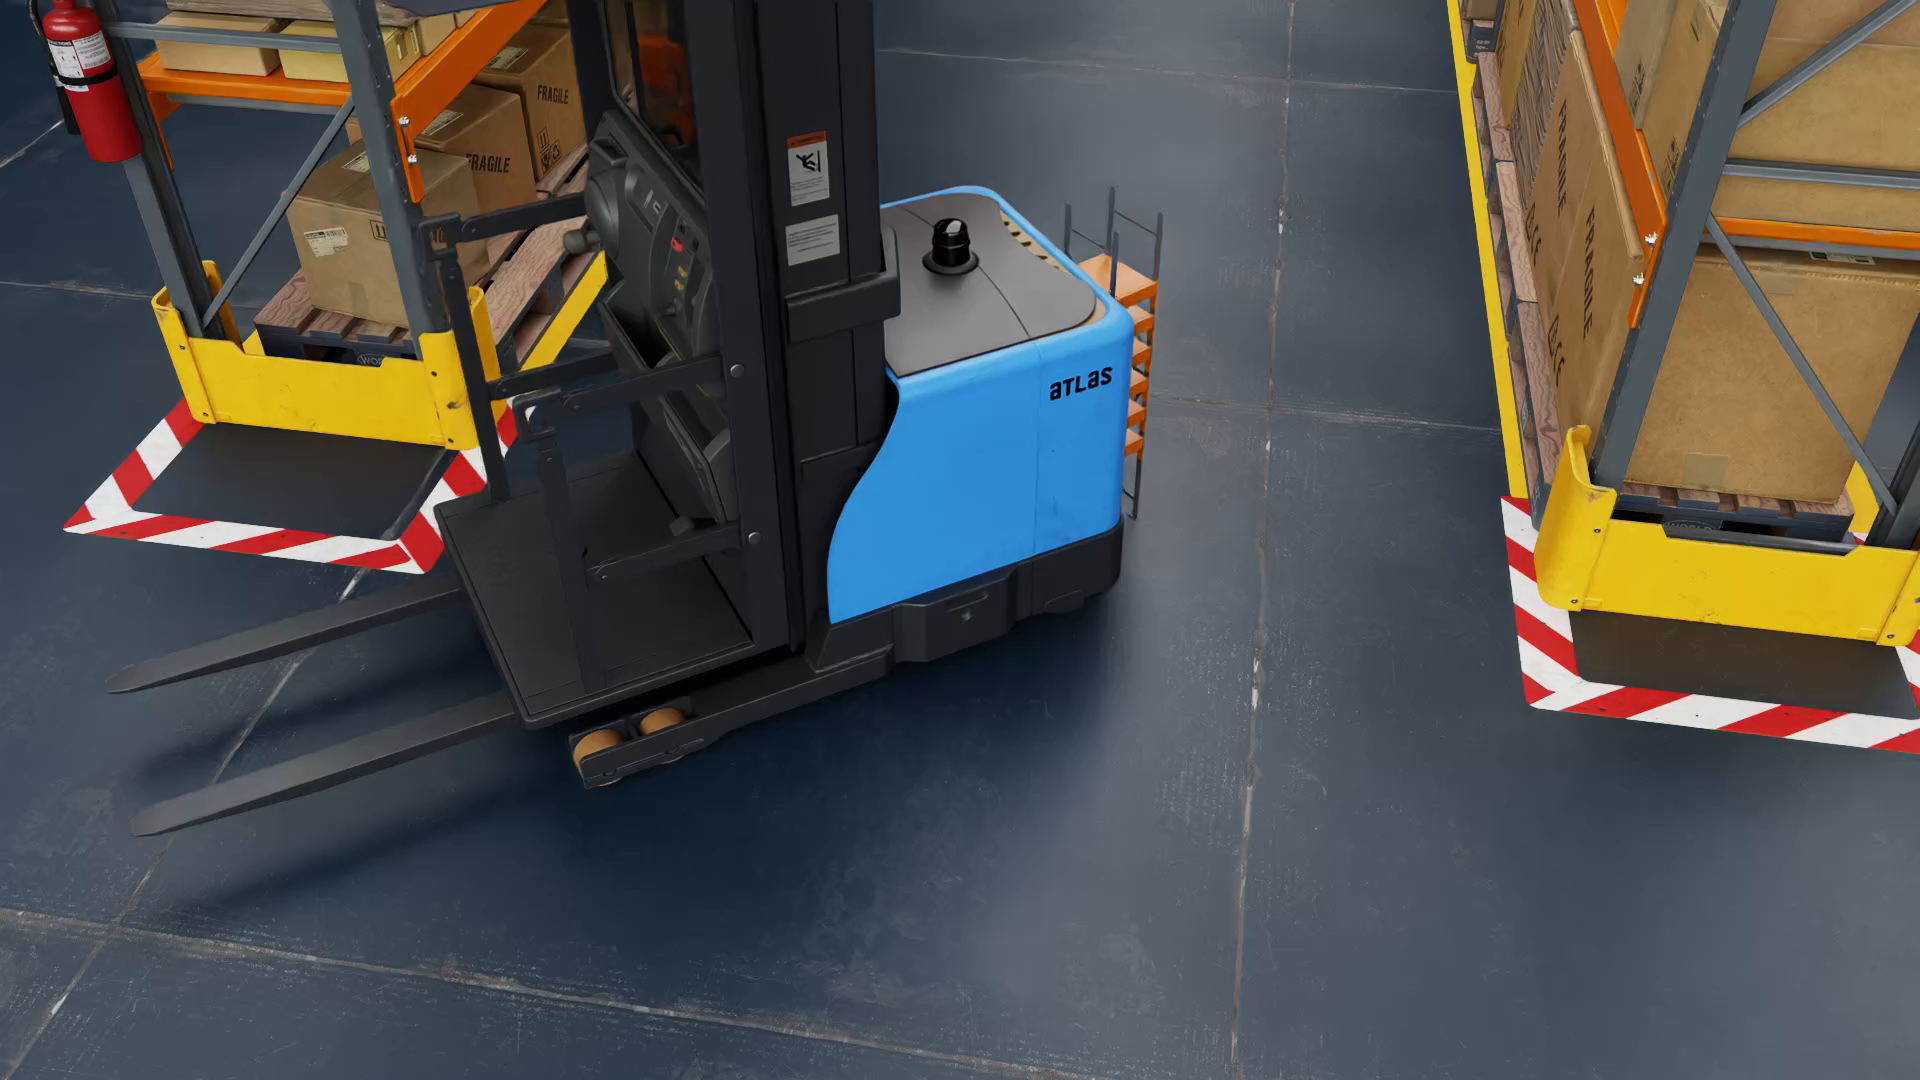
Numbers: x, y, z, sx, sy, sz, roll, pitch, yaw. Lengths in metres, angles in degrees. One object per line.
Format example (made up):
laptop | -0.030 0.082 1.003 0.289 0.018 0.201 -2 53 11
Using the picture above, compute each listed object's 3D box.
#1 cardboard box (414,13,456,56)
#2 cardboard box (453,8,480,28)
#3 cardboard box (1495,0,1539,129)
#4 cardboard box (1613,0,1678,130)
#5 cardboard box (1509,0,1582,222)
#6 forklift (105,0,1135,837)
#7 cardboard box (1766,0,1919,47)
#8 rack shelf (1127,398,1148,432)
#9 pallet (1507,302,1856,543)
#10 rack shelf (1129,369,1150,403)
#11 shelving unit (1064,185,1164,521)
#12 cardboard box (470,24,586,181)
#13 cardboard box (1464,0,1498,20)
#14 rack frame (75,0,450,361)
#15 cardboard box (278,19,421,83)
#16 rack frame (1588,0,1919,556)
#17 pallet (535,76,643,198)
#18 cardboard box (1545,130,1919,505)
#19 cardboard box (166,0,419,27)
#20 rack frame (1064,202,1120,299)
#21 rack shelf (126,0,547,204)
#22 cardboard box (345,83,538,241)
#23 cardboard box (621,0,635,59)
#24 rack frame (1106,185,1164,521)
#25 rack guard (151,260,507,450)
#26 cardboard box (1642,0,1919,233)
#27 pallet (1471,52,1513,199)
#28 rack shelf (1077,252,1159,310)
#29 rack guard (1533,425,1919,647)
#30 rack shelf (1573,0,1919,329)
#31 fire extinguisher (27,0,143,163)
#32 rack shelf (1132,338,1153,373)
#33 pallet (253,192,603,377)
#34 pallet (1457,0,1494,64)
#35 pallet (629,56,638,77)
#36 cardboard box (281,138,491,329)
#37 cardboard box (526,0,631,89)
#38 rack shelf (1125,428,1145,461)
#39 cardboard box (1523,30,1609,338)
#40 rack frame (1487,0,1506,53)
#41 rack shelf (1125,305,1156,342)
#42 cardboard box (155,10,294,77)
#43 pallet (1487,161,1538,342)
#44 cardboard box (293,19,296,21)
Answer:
cardboard box | -1.995 -1.816 5.789 0.380 0.149 0.250 6 40 8
cardboard box | -1.937 -1.971 5.977 0.380 0.149 0.250 6 40 8
cardboard box | 3.040 -2.461 7.711 0.875 0.875 0.875 7 40 8
cardboard box | 2.619 -1.638 5.260 0.875 0.550 0.550 6 40 8
cardboard box | 2.888 -1.895 7.026 0.875 0.875 0.875 7 40 8
forklift | -1.020 -0.796 4.412 3.031 2.935 1.130 -18 43 -21
cardboard box | 2.628 -1.698 4.484 0.875 0.550 0.550 6 40 8
rack shelf | 0.474 -0.428 5.585 0.180 0.103 0.258 -26 46 -28
pallet | 2.587 -0.431 6.105 1.003 0.211 1.213 6 40 8
rack shelf | 0.474 -0.521 5.508 0.180 0.103 0.258 -26 46 -28
shelving unit | 0.474 -0.555 5.480 0.189 1.200 0.258 -26 46 -28
cardboard box | -2.021 -1.964 7.403 0.500 0.500 0.500 10 41 12
cardboard box | 3.237 -3.200 8.702 1.050 0.750 0.750 6 40 7
rack frame | -2.342 -1.605 5.338 1.000 3.000 0.127 6 40 8
cardboard box | -2.058 -1.661 5.602 0.380 0.149 0.250 6 40 8
rack frame | 2.526 -0.995 4.599 1.000 3.000 0.127 6 40 8
pallet | -1.940 -1.848 7.819 1.003 0.211 1.213 6 40 8
cardboard box | 2.578 -0.771 5.666 0.875 0.875 0.875 7 40 8
cardboard box | -2.220 -2.101 5.625 0.875 0.500 0.500 6 40 8
rack frame | 0.402 -0.519 5.436 0.006 1.200 0.240 -26 46 -28
rack shelf | -1.996 -2.583 7.085 1.077 0.370 4.000 6 40 8
cardboard box | -2.148 -1.573 6.930 0.500 0.500 0.500 17 42 19
cardboard box | -1.850 -2.707 8.302 0.500 0.500 0.500 19 43 21
rack frame | 0.546 -0.591 5.523 0.006 1.200 0.240 -26 46 -28
rack guard | -2.329 -0.690 6.192 1.175 0.500 0.348 6 40 8
cardboard box | 2.545 -1.291 4.839 0.875 0.550 0.550 6 40 8
pallet | 3.009 -1.962 7.957 1.003 0.211 1.213 6 40 8
rack shelf | 0.474 -0.798 5.279 0.180 0.103 0.258 -26 46 -28
rack guard | 2.522 -0.016 5.378 1.175 0.500 0.348 6 40 8
rack shelf | 2.872 -1.973 6.347 1.077 0.370 4.000 6 40 8
fire extinguisher | -2.815 -1.554 5.337 0.296 0.674 0.183 6 40 8
rack shelf | 0.474 -0.613 5.432 0.180 0.103 0.258 -26 46 -28
pallet | -2.153 -1.084 6.896 1.003 0.211 1.213 6 40 8
pallet | 3.277 -2.923 9.120 1.003 0.211 1.213 6 40 8
pallet | -1.731 -2.616 8.748 1.003 0.211 1.213 6 40 8
cardboard box | -2.217 -1.194 6.472 0.500 0.500 0.500 14 41 16
cardboard box | -1.880 -2.309 7.821 0.500 0.500 0.500 3 40 4
rack shelf | 0.474 -0.336 5.661 0.180 0.103 0.258 -26 46 -28
cardboard box | 2.728 -1.323 6.334 0.875 0.875 0.875 6 40 7
rack frame | 3.218 -3.505 7.636 1.000 3.000 0.127 6 40 8
rack shelf | 0.474 -0.706 5.355 0.180 0.103 0.258 -26 46 -28
cardboard box | -2.496 -1.710 5.661 0.380 0.149 0.250 6 40 8
pallet | 2.801 -1.194 7.029 1.003 0.211 1.213 6 40 8
cardboard box | -2.452 -1.867 5.851 0.380 0.149 0.250 6 40 8
